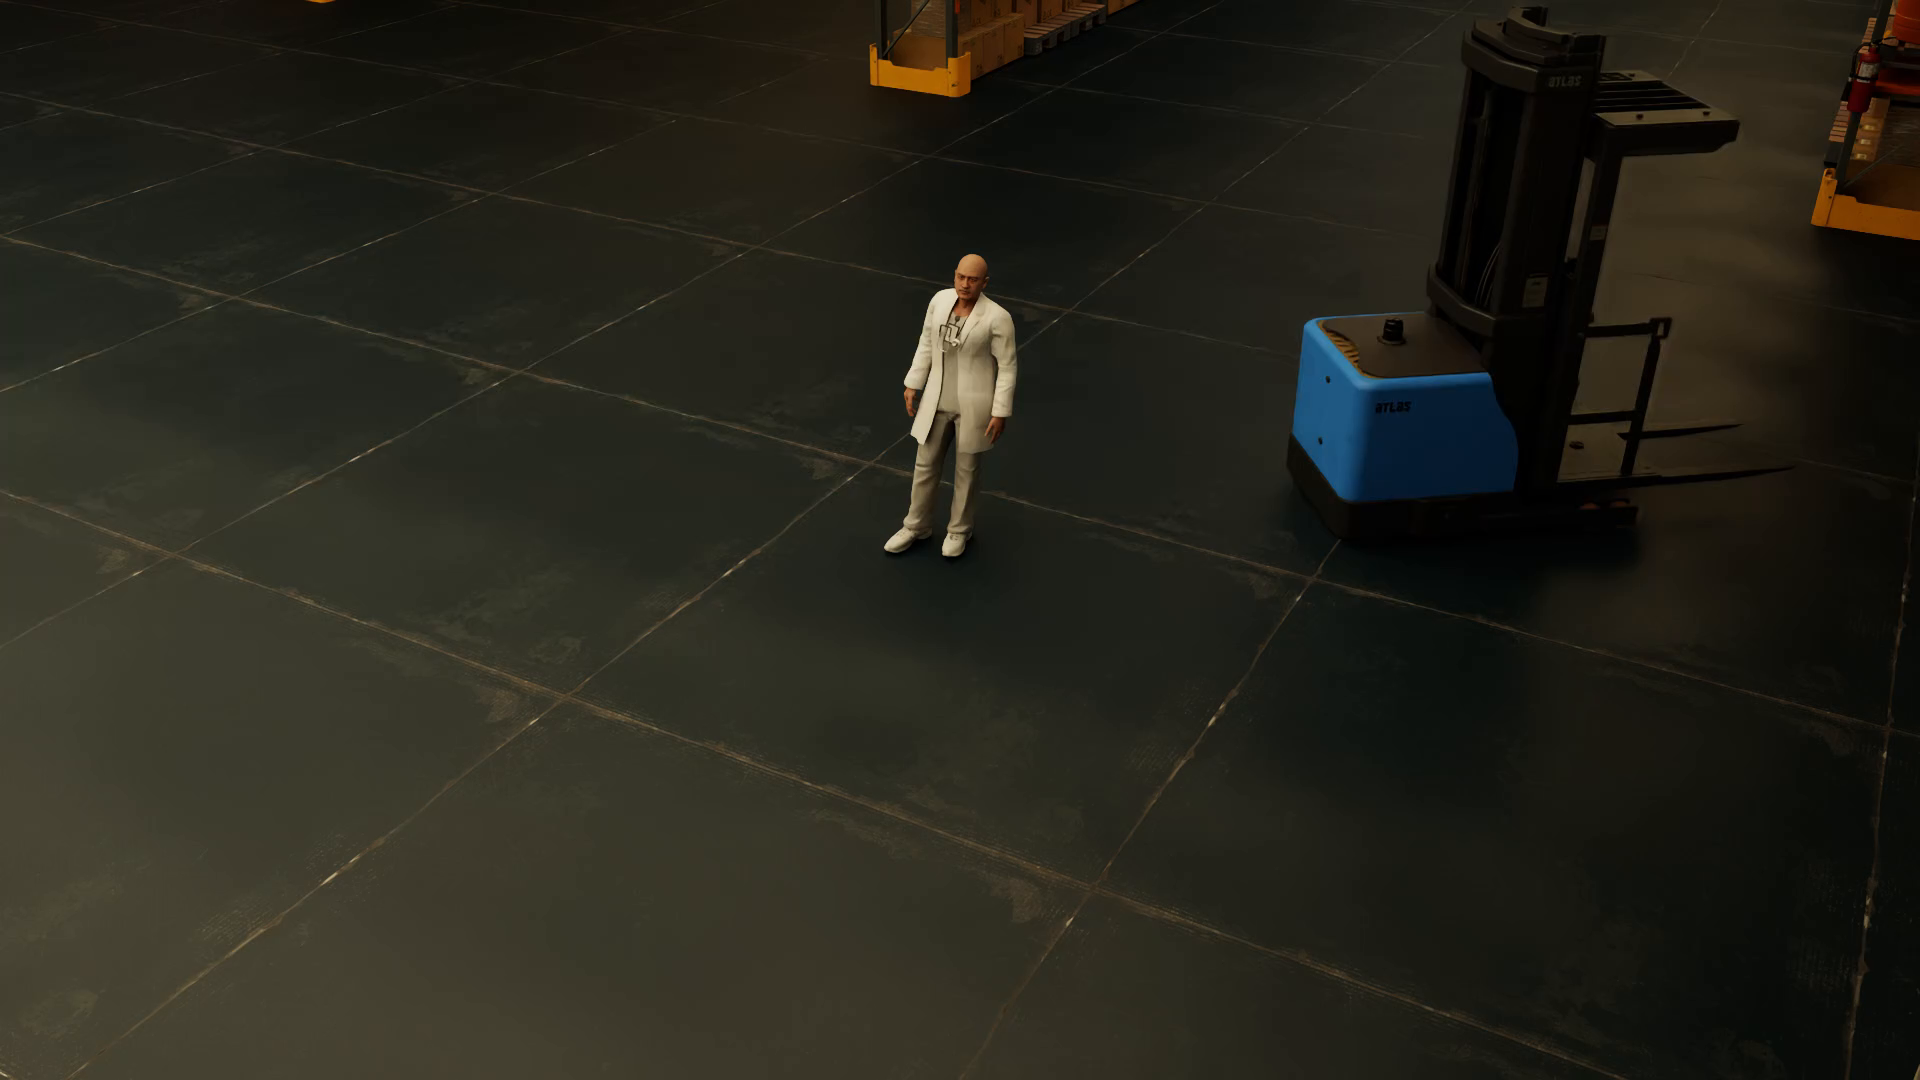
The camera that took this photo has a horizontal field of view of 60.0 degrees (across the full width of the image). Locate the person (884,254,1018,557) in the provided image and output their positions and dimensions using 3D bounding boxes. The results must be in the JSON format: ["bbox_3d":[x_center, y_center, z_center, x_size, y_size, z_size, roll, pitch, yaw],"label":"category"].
[{"bbox_3d":[-0.048,-0.738,9.489,0.696,1.775,0.581,15,33,25],"label":"person"}]

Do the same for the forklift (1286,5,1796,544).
[{"bbox_3d":[3.658,-1.582,9.811,3.031,2.935,1.130,-4,30,-8],"label":"forklift"}]
